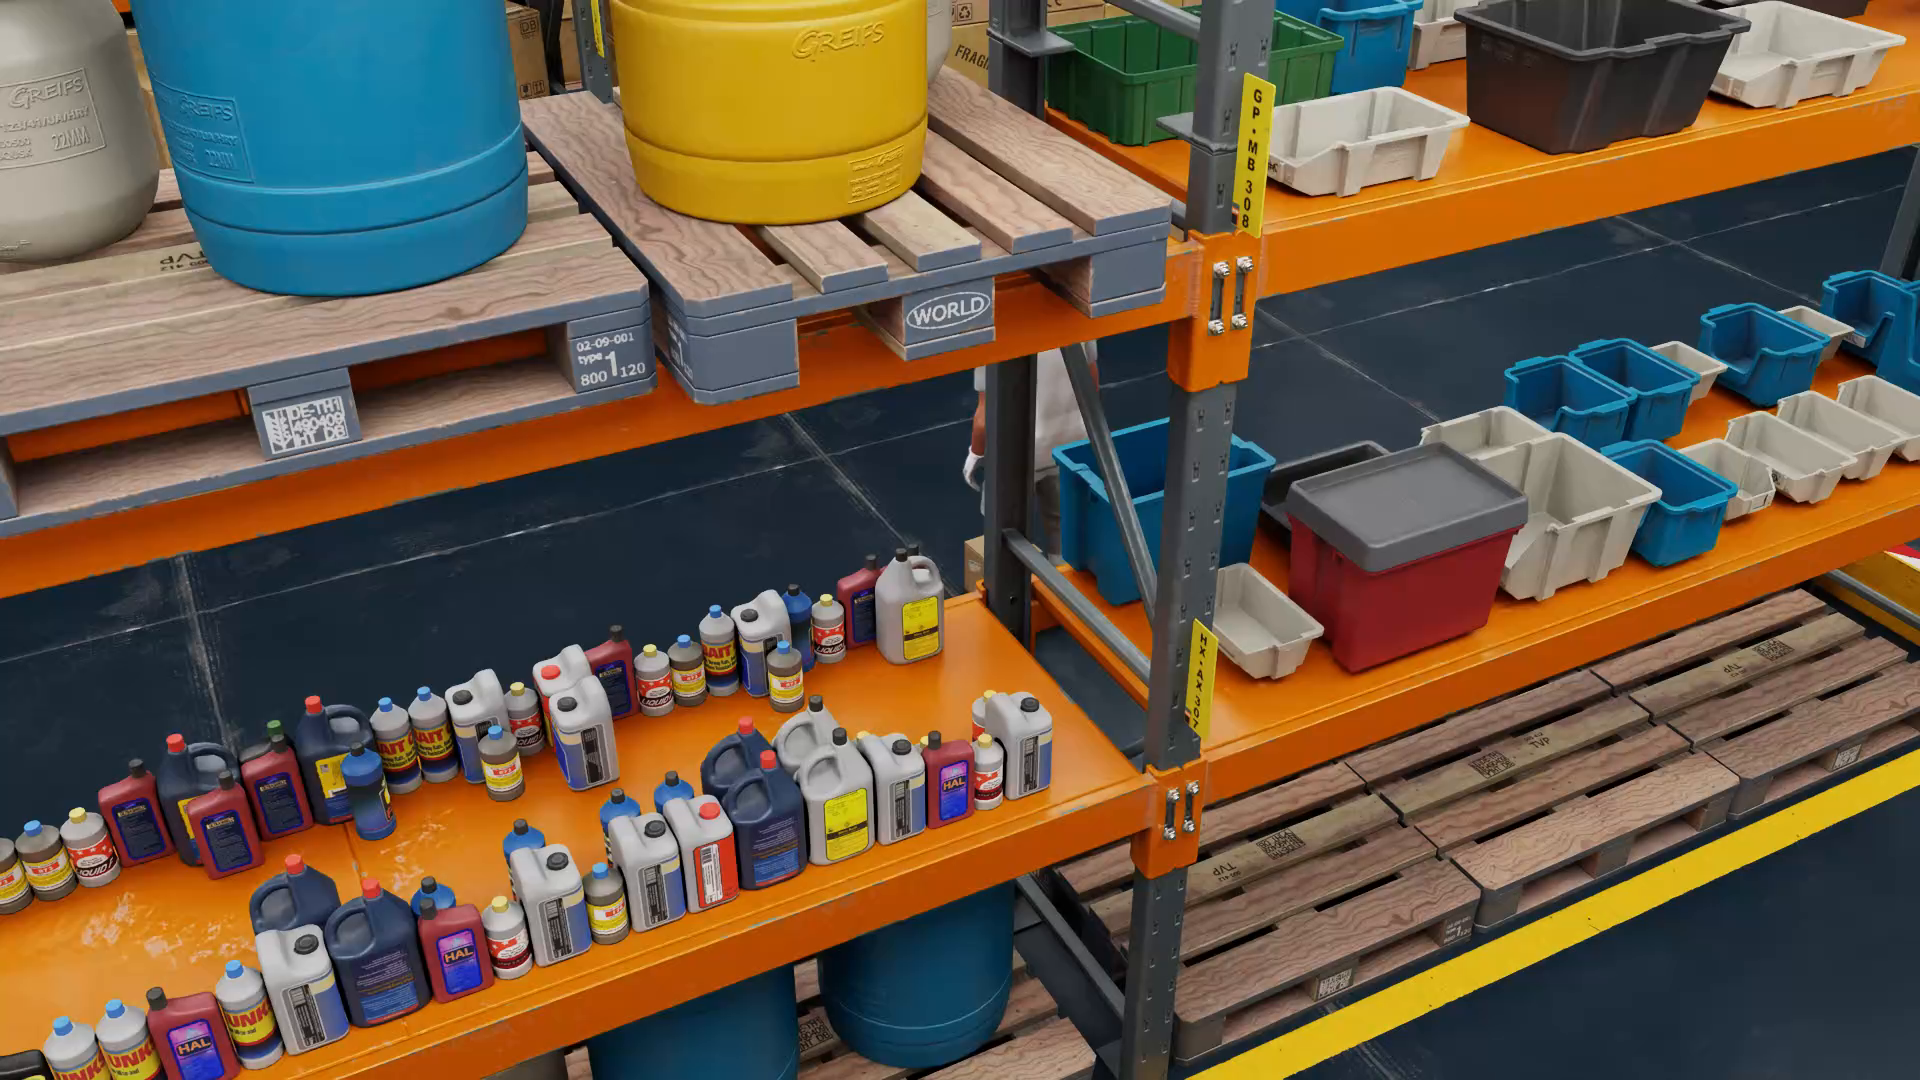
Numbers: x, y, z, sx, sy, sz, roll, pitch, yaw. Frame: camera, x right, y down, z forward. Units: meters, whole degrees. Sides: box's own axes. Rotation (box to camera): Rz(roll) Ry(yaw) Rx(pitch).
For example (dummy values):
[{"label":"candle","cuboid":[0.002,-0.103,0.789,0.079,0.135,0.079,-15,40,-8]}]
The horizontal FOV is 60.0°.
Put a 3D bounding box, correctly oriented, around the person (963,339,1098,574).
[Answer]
[{"label":"person","cuboid":[0.282,-0.397,6.742,0.617,1.778,0.452,-18,37,-26]}]
